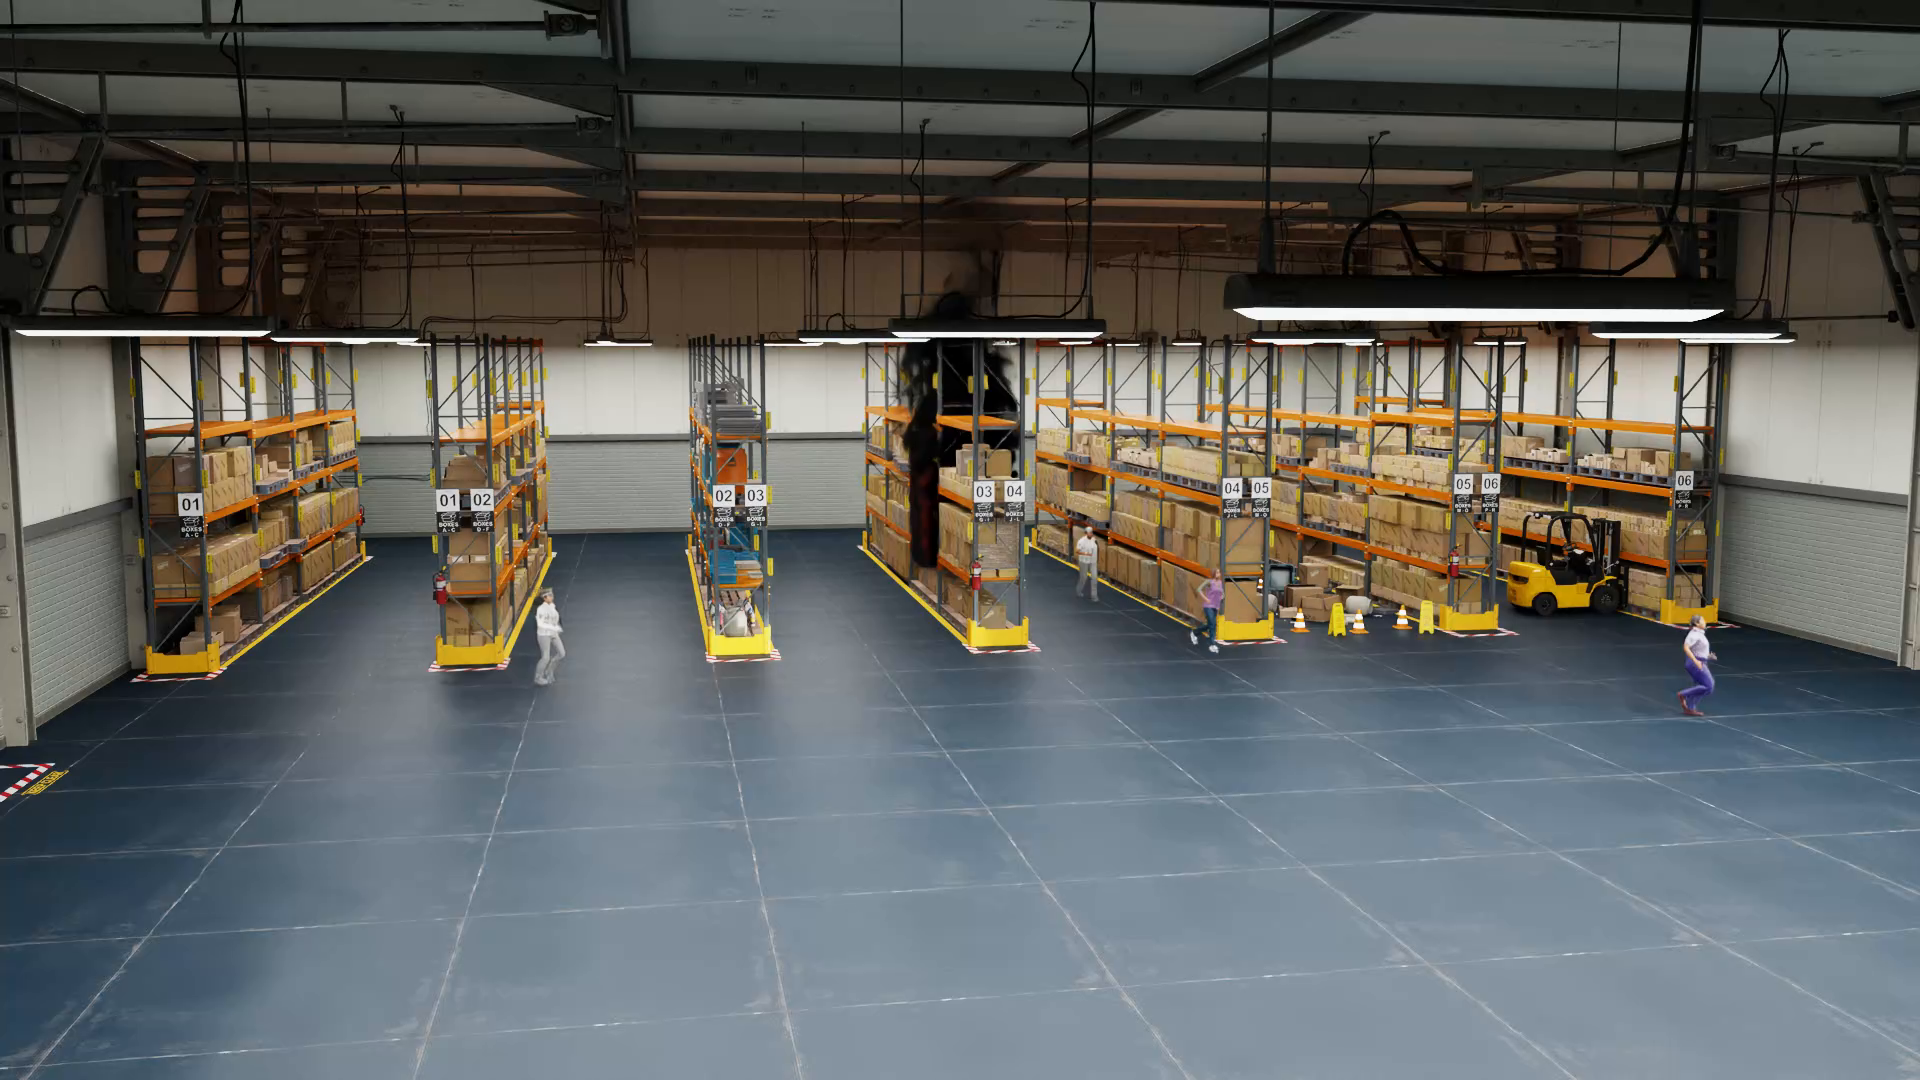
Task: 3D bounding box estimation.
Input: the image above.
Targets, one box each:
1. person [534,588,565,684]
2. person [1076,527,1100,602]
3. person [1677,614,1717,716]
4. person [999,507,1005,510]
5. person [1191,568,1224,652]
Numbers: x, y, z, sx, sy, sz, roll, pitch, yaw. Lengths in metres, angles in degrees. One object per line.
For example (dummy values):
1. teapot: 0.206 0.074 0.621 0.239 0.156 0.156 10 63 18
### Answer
1. person: -6.994 1.644 28.415 0.639 1.686 0.644 3 7 23
2. person: 2.908 0.537 38.046 0.598 1.697 0.851 -2 7 -19
3. person: 11.547 1.958 26.032 0.547 1.603 0.607 3 7 25
4. person: 1.330 -0.458 46.556 0.674 1.740 0.845 -1 7 -8
5. person: 4.811 1.312 31.877 0.575 1.584 0.787 -5 8 -36
